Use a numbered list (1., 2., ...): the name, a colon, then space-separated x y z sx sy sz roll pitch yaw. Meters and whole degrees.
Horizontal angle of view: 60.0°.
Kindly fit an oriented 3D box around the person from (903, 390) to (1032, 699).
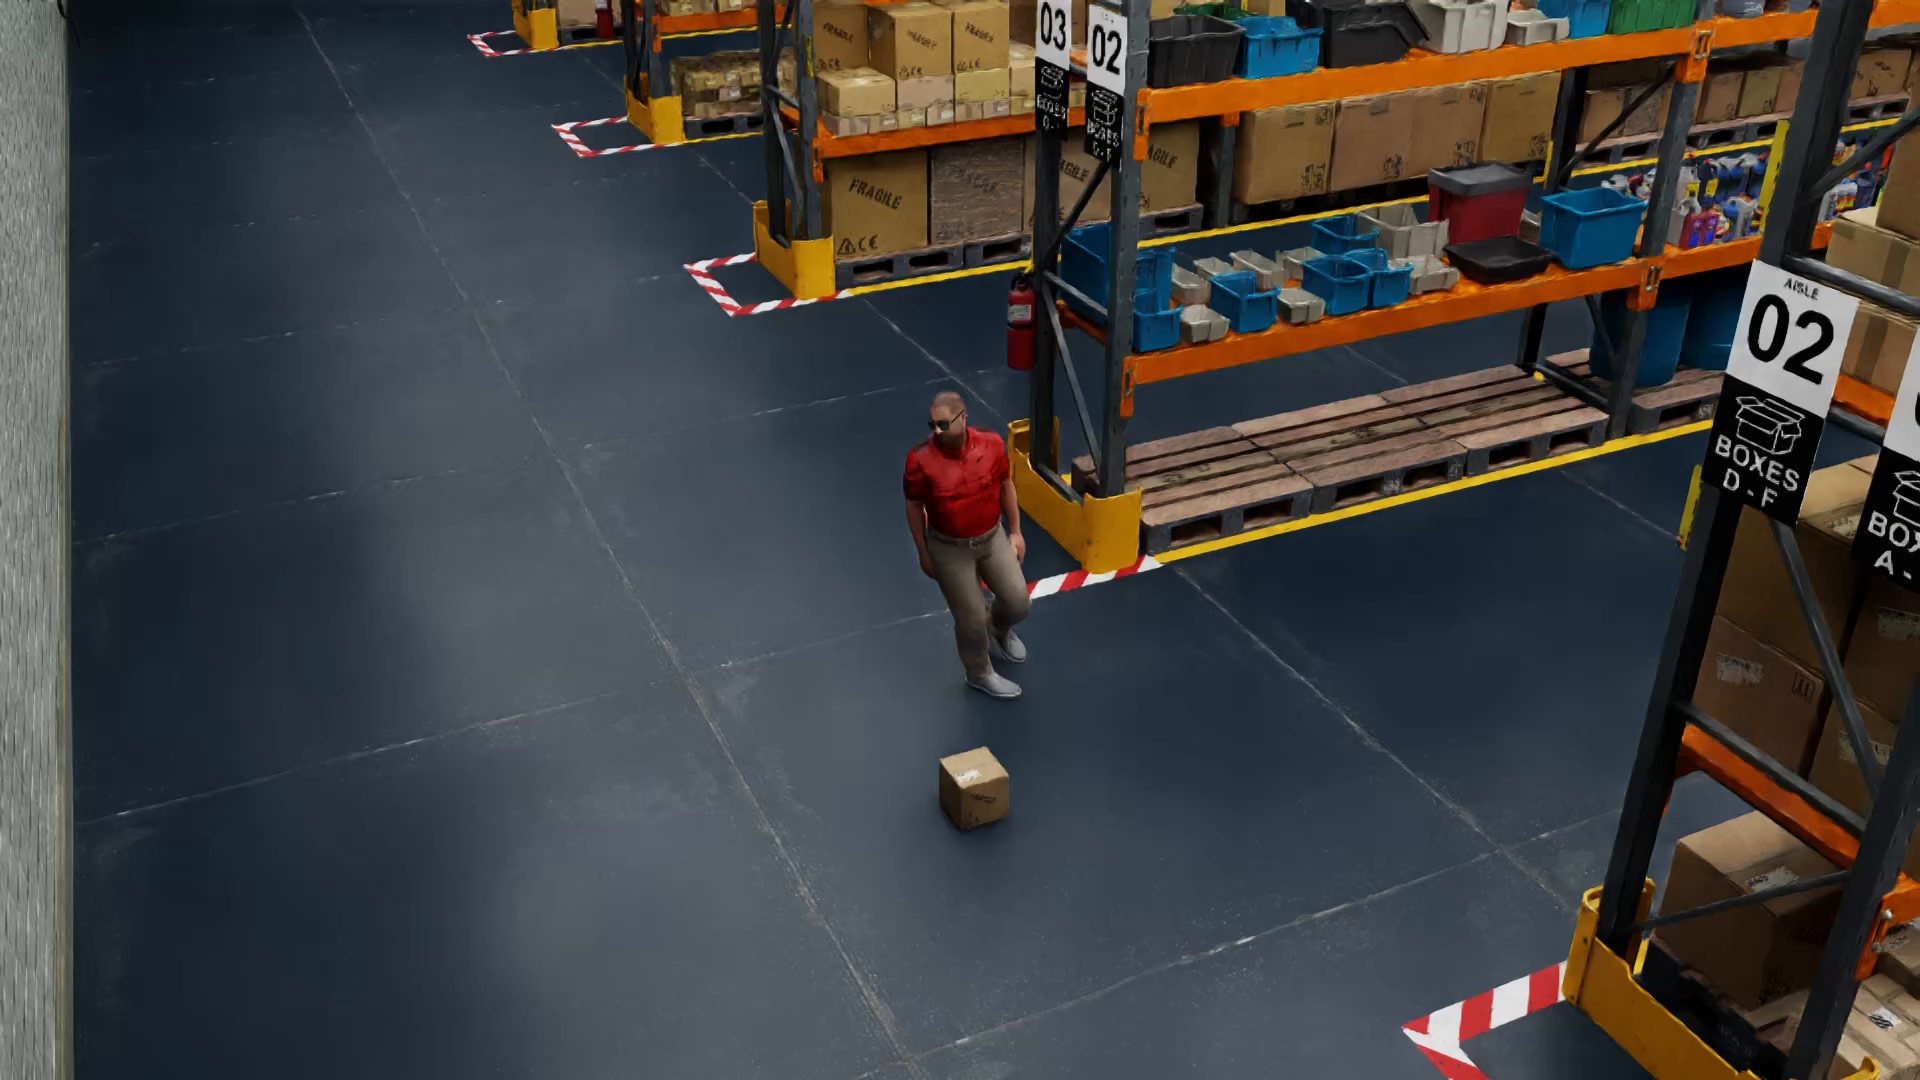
1. person: 0.077 0.021 8.458 0.684 1.711 0.476 -14 32 -23
